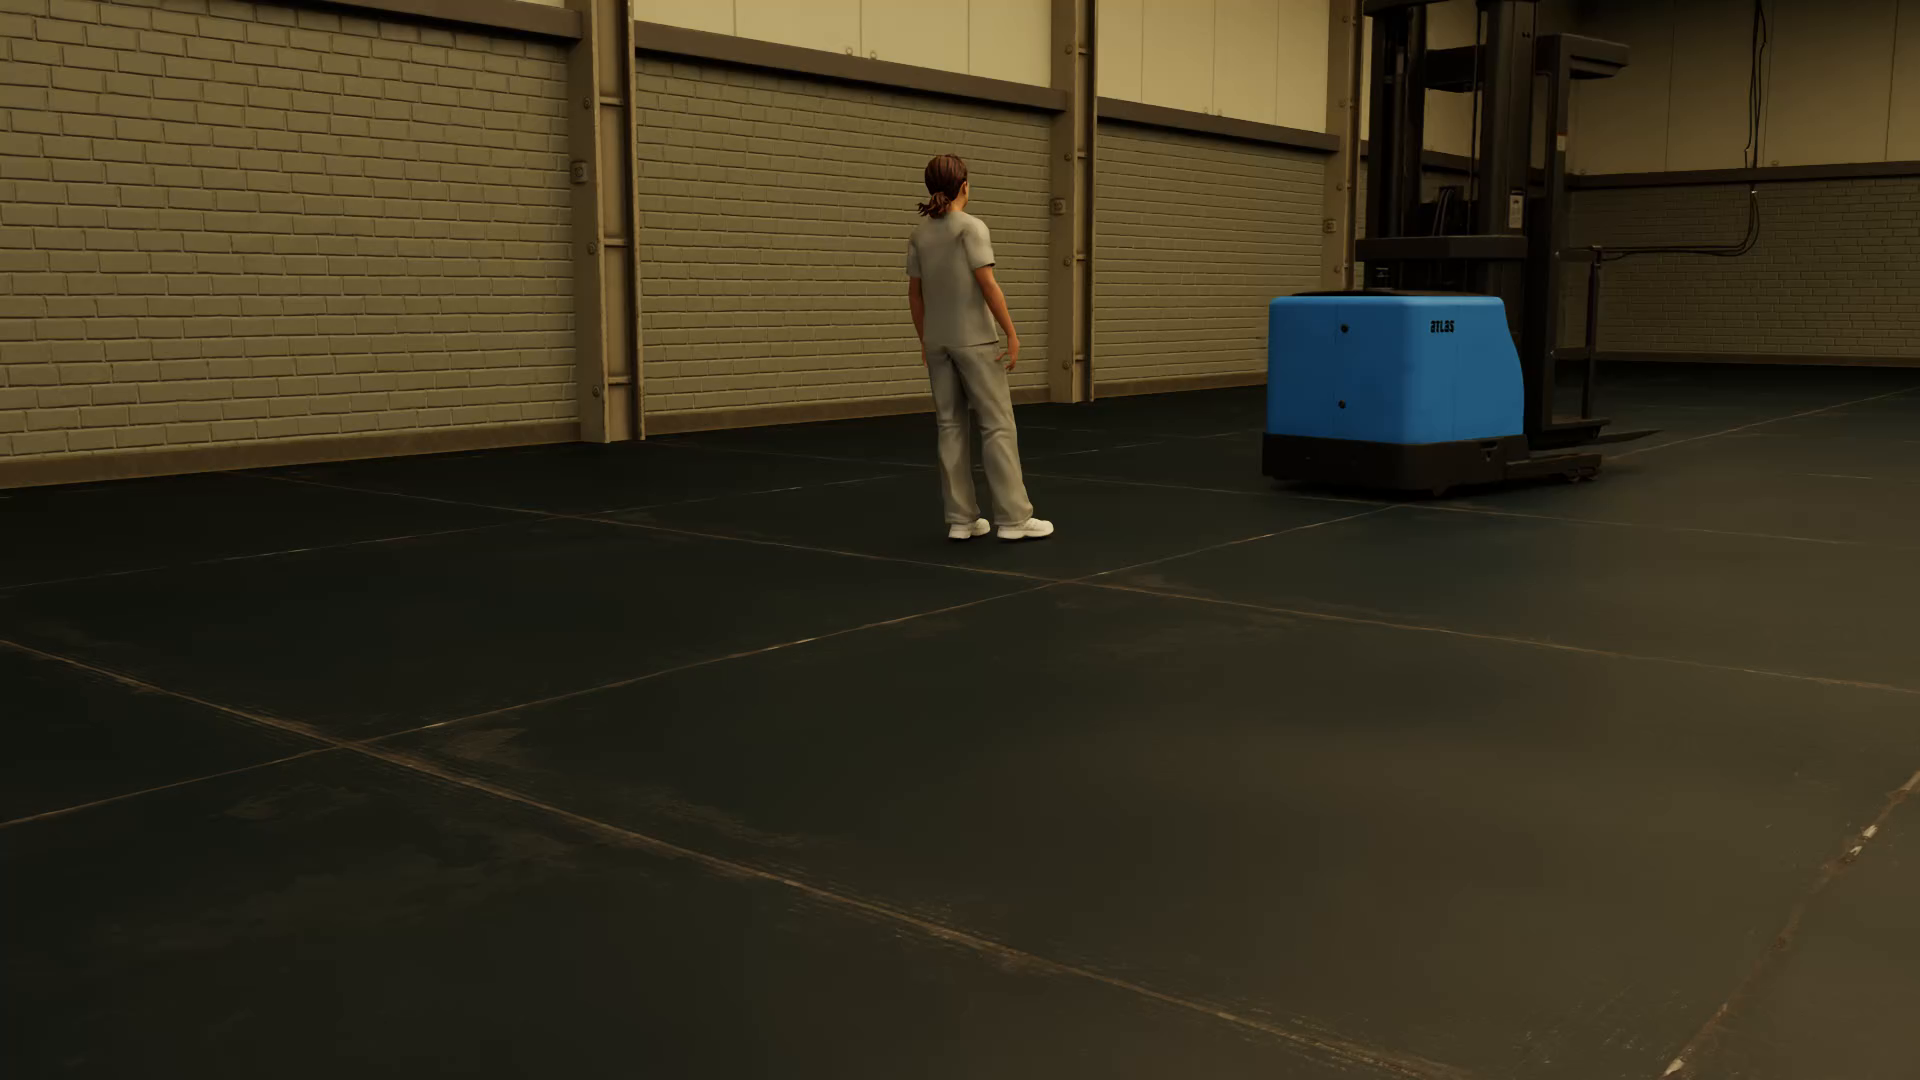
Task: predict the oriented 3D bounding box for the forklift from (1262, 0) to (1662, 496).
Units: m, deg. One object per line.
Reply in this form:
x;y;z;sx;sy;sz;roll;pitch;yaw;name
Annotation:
3.155;-1.832;9.800;3.031;2.935;1.130;-7;11;-40;forklift

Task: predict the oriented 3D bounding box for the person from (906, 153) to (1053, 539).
0.057;-0.843;7.331;0.549;1.675;0.549;7;11;38;person
